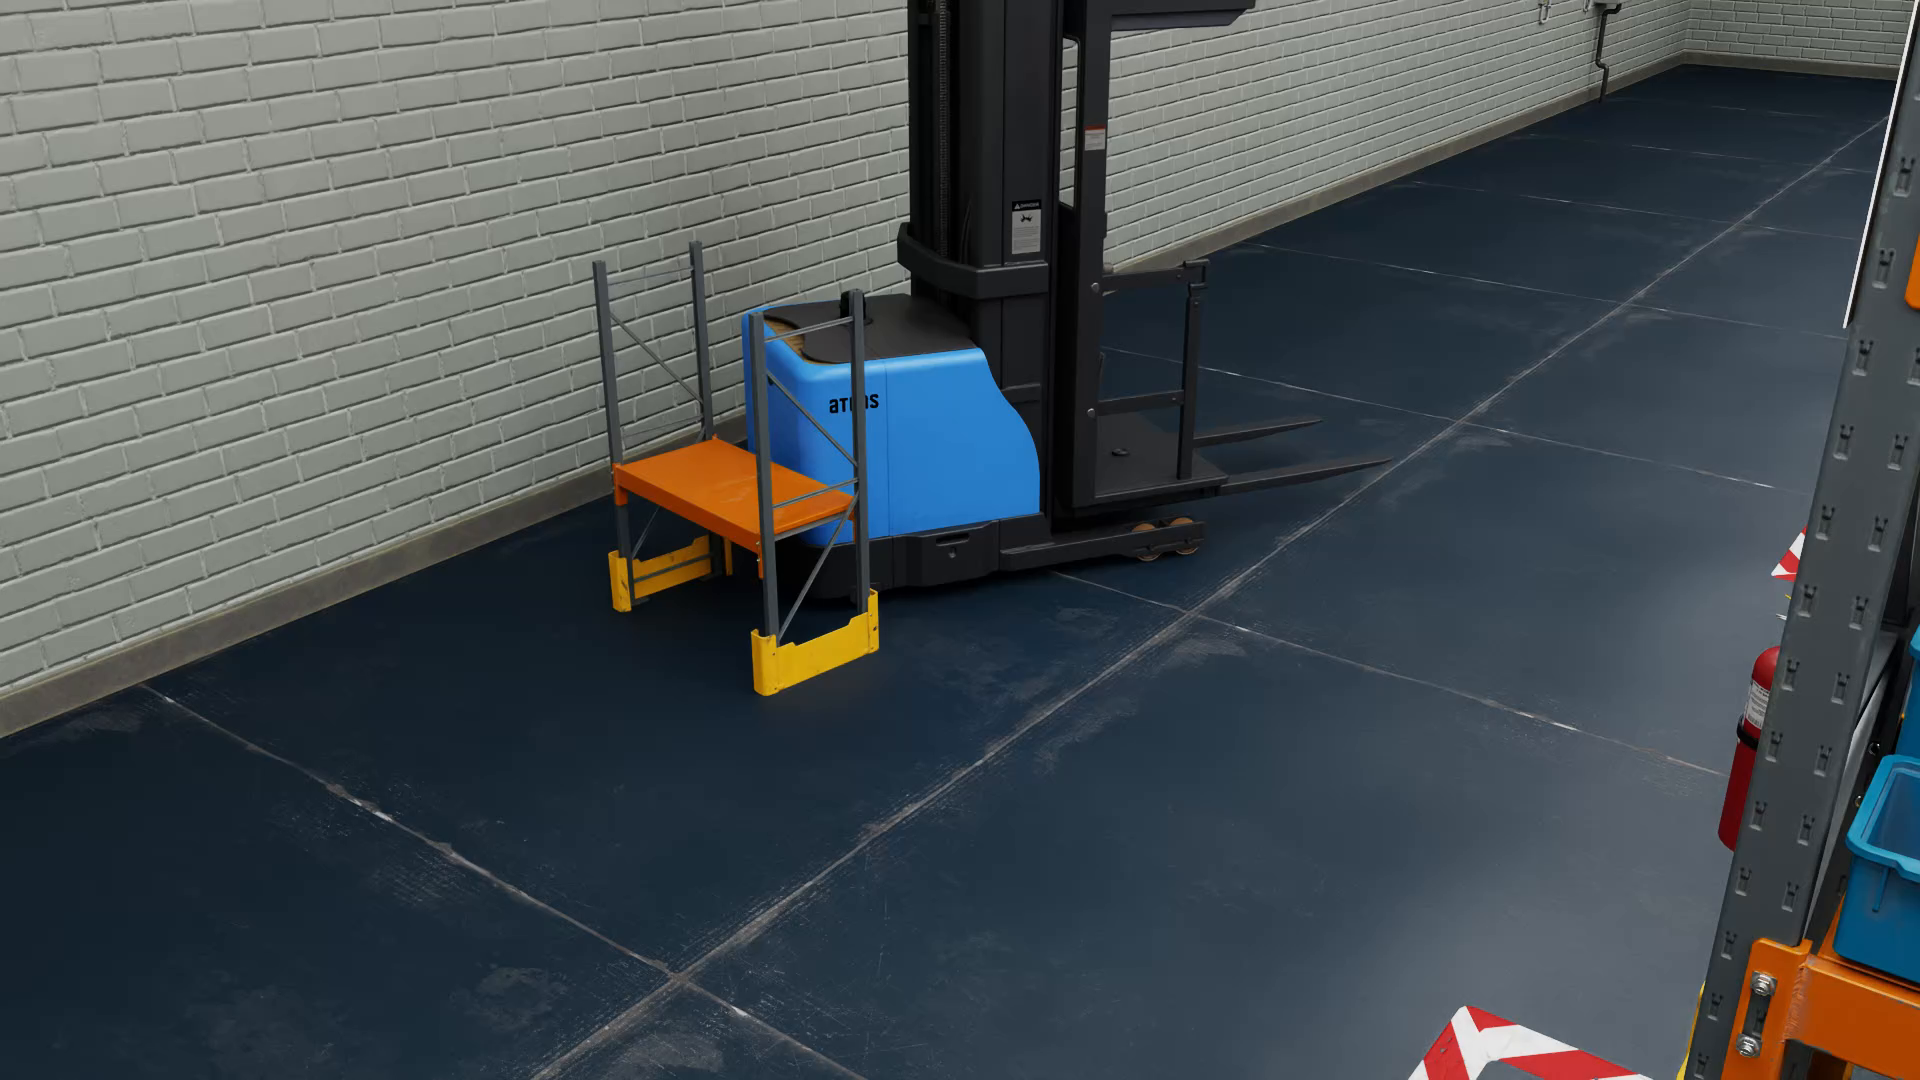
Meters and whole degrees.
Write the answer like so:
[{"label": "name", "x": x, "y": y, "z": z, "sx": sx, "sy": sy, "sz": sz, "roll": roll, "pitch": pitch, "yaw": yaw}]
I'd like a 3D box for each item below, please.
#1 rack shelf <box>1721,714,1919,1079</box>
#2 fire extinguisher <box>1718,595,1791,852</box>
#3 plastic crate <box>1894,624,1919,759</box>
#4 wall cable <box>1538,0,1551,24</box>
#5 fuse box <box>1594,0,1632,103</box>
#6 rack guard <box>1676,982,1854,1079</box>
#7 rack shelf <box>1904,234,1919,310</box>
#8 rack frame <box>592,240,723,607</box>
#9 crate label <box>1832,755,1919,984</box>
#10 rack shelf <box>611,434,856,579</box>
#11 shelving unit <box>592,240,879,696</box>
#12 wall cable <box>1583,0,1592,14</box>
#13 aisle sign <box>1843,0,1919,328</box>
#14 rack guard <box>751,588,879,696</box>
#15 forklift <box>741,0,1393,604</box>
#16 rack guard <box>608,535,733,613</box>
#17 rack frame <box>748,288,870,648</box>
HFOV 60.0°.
[{"label": "rack shelf", "x": 3.288, "y": 1.180, "z": 2.243, "sx": 4.000, "sy": 0.370, "sz": 1.077, "roll": 17, "pitch": 29, "yaw": 33}, {"label": "fire extinguisher", "x": 1.839, "y": 0.390, "z": 3.702, "sx": 0.183, "sy": 0.674, "sz": 0.296, "roll": 17, "pitch": 29, "yaw": 33}, {"label": "plastic crate", "x": 2.067, "y": 0.345, "z": 3.129, "sx": 0.499, "sy": 0.435, "sz": 0.616, "roll": 17, "pitch": 29, "yaw": 33}, {"label": "wall cable", "x": 6.075, "y": -6.263, "z": 16.946, "sx": 0.123, "sy": 1.953, "sz": 0.585, "roll": 17, "pitch": 29, "yaw": 33}, {"label": "fuse box", "x": 7.452, "y": -5.837, "z": 18.875, "sx": 0.414, "sy": 1.711, "sz": 0.539, "roll": 17, "pitch": 29, "yaw": 33}, {"label": "rack guard", "x": 1.661, "y": 1.510, "z": 3.703, "sx": 0.348, "sy": 0.500, "sz": 1.175, "roll": 17, "pitch": 29, "yaw": 33}, {"label": "rack shelf", "x": 3.288, "y": -0.192, "z": 1.638, "sx": 4.000, "sy": 0.370, "sz": 1.077, "roll": 17, "pitch": 29, "yaw": 33}, {"label": "rack frame", "x": -1.247, "y": -0.469, "z": 6.954, "sx": 0.500, "sy": 1.500, "sz": 0.032, "roll": -21, "pitch": 31, "yaw": -39}, {"label": "crate label", "x": 1.688, "y": 0.583, "z": 2.841, "sx": 0.303, "sy": 0.233, "sz": 0.416, "roll": 17, "pitch": 29, "yaw": 33}, {"label": "rack shelf", "x": -0.898, "y": -0.155, "z": 6.688, "sx": 0.538, "sy": 0.185, "sz": 1.000, "roll": -21, "pitch": 31, "yaw": -39}, {"label": "shelving unit", "x": -0.905, "y": -0.323, "z": 6.621, "sx": 0.587, "sy": 1.500, "sz": 1.083, "roll": -21, "pitch": 31, "yaw": -39}, {"label": "wall cable", "x": 6.917, "y": -6.709, "z": 17.997, "sx": 0.122, "sy": 1.984, "sz": 0.588, "roll": 17, "pitch": 29, "yaw": 33}, {"label": "aisle sign", "x": 1.452, "y": -0.744, "z": 2.493, "sx": 0.004, "sy": 0.787, "sz": 0.394, "roll": 17, "pitch": 29, "yaw": 33}, {"label": "rack guard", "x": -0.563, "y": 0.395, "z": 6.542, "sx": 0.587, "sy": 0.250, "sz": 0.087, "roll": -21, "pitch": 31, "yaw": -39}, {"label": "forklift", "x": 0.579, "y": -1.433, "z": 7.368, "sx": 3.031, "sy": 2.935, "sz": 1.130, "roll": -9, "pitch": 25, "yaw": -20}, {"label": "rack guard", "x": -1.246, "y": 0.103, "z": 7.205, "sx": 0.587, "sy": 0.250, "sz": 0.087, "roll": -21, "pitch": 31, "yaw": -39}, {"label": "rack frame", "x": -0.550, "y": -0.171, "z": 6.277, "sx": 0.500, "sy": 1.500, "sz": 0.032, "roll": -21, "pitch": 31, "yaw": -39}]
